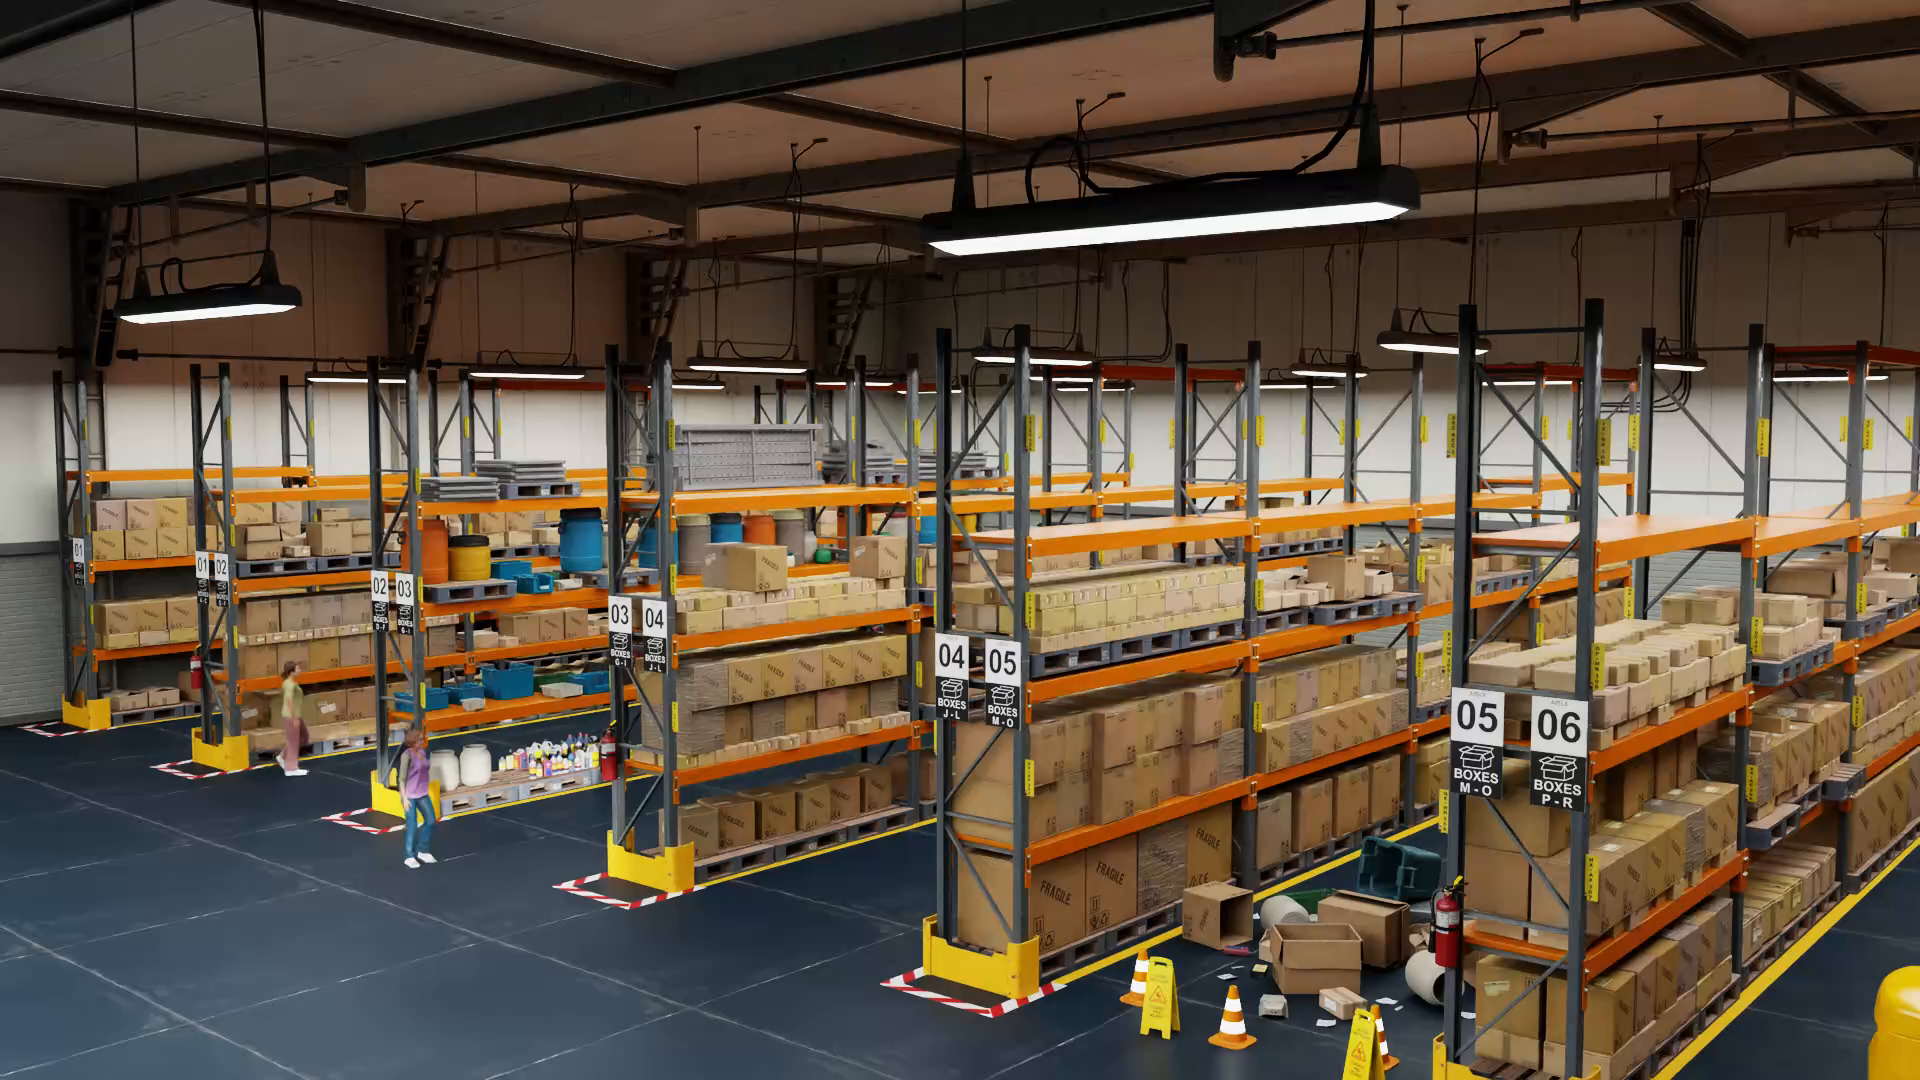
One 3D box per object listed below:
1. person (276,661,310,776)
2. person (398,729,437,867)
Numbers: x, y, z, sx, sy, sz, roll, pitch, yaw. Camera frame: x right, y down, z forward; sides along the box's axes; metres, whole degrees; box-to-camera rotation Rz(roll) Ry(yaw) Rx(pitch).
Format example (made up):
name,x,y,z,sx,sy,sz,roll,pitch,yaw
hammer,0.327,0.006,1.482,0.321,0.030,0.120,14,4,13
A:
name,x,y,z,sx,sy,sz,roll,pitch,yaw
person,-9.692,2.581,24.109,0.480,1.664,0.481,-1,4,-18
person,-6.341,3.005,19.273,0.331,1.636,0.501,2,4,22
